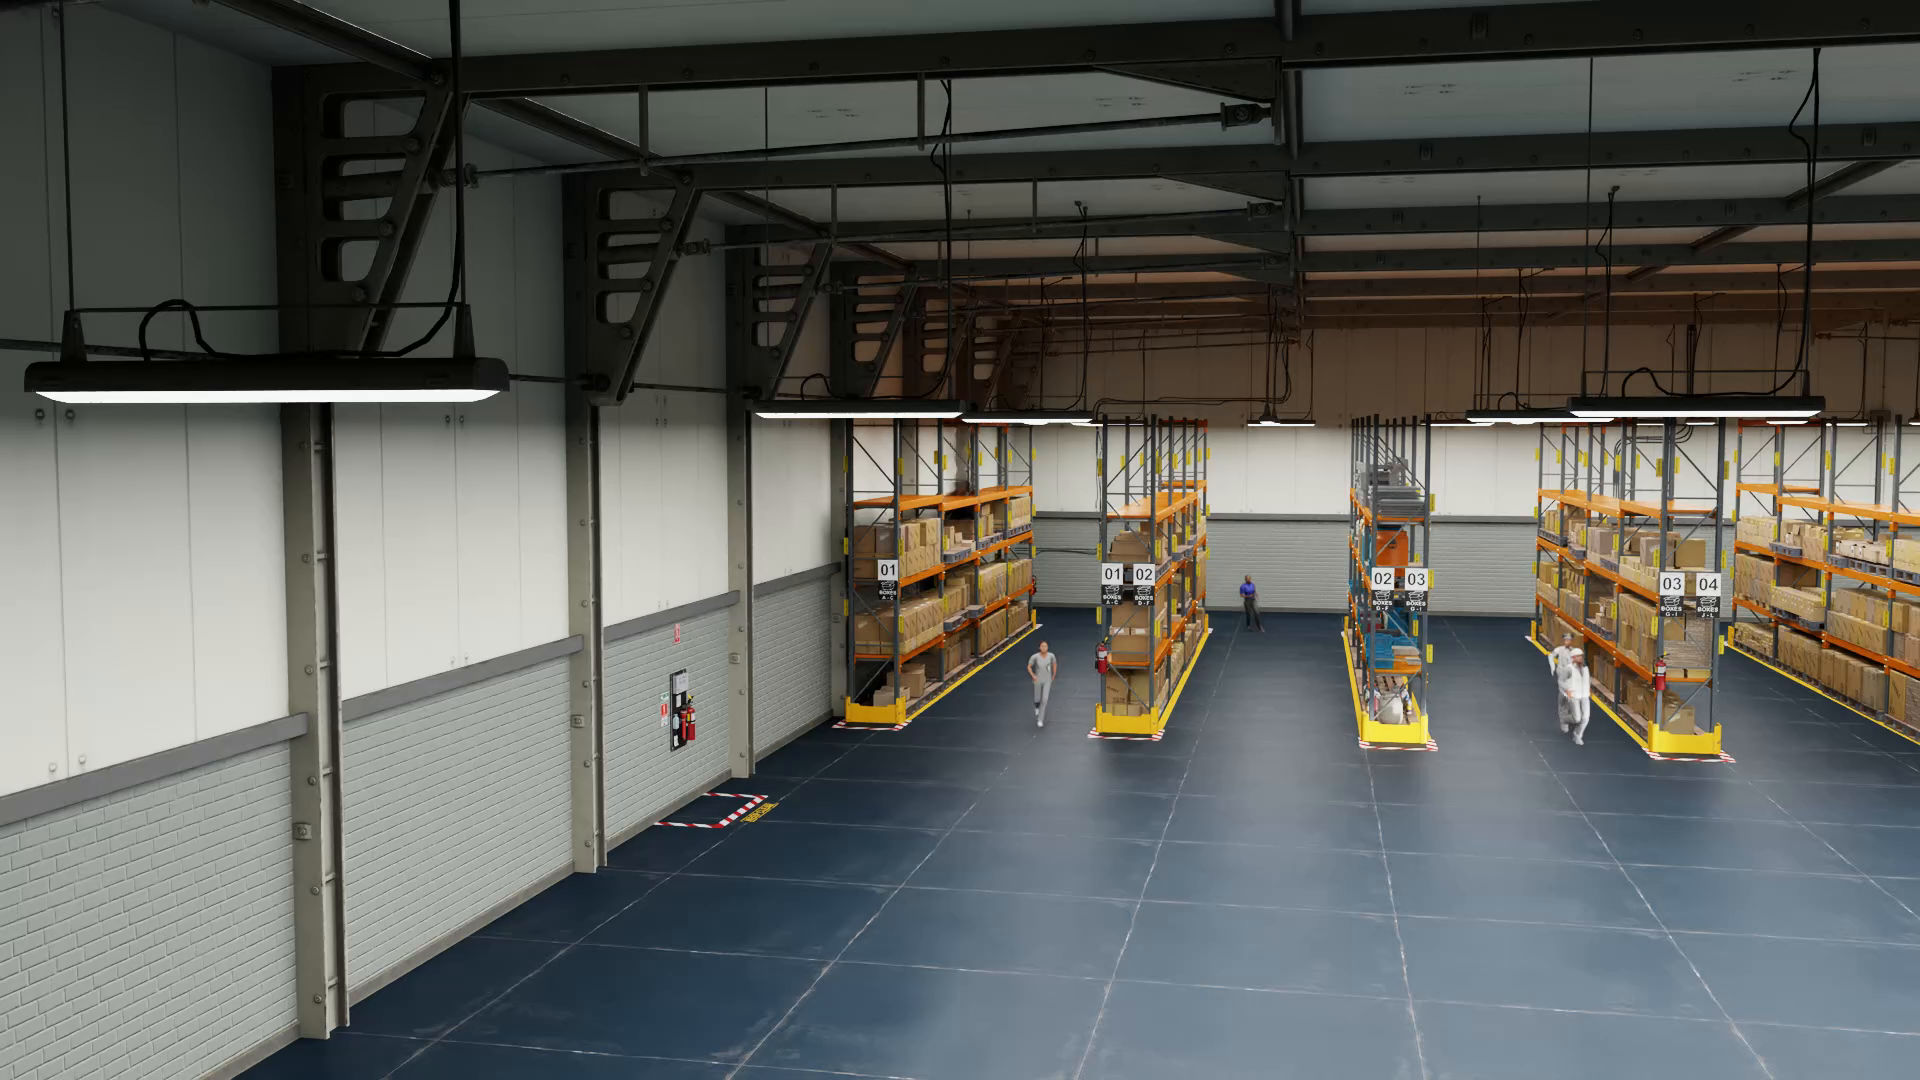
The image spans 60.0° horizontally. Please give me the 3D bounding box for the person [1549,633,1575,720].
[{"bbox_3d":[11.979,2.697,32.863,0.581,1.727,0.712,1,4,7],"label":"person"}]

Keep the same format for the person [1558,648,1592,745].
[{"bbox_3d":[11.271,2.849,30.442,0.671,1.746,0.617,-1,4,-12],"label":"person"}]

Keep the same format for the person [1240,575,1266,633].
[{"bbox_3d":[8.178,1.788,46.950,0.673,1.641,0.828,-1,4,-17],"label":"person"}]

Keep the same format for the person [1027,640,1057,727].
[{"bbox_3d":[1.605,2.761,32.354,0.591,1.652,0.801,0,4,-5],"label":"person"}]
